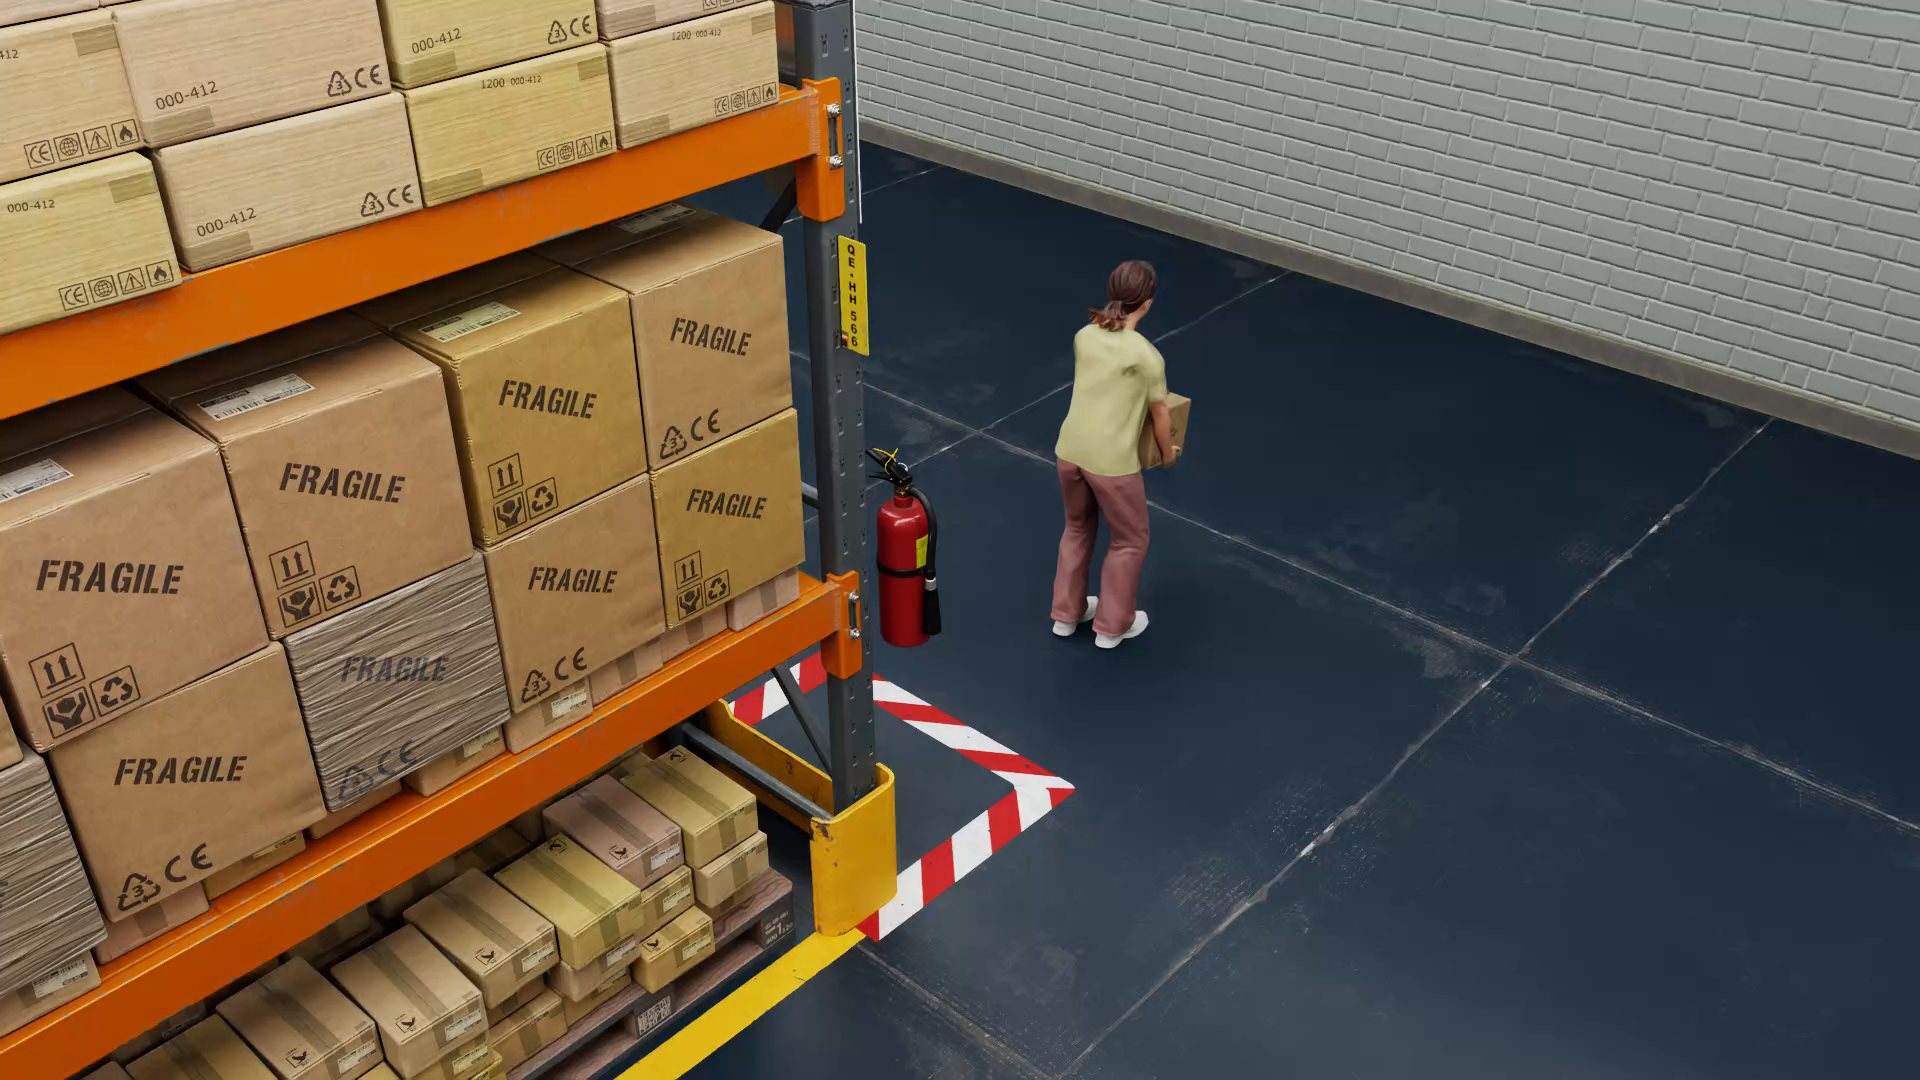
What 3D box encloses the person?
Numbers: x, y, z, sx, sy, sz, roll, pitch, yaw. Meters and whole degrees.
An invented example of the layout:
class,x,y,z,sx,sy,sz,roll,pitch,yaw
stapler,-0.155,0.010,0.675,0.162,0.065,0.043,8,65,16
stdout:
class,x,y,z,sx,sy,sz,roll,pitch,yaw
person,0.625,-0.241,6.790,0.406,1.409,0.527,25,39,34
